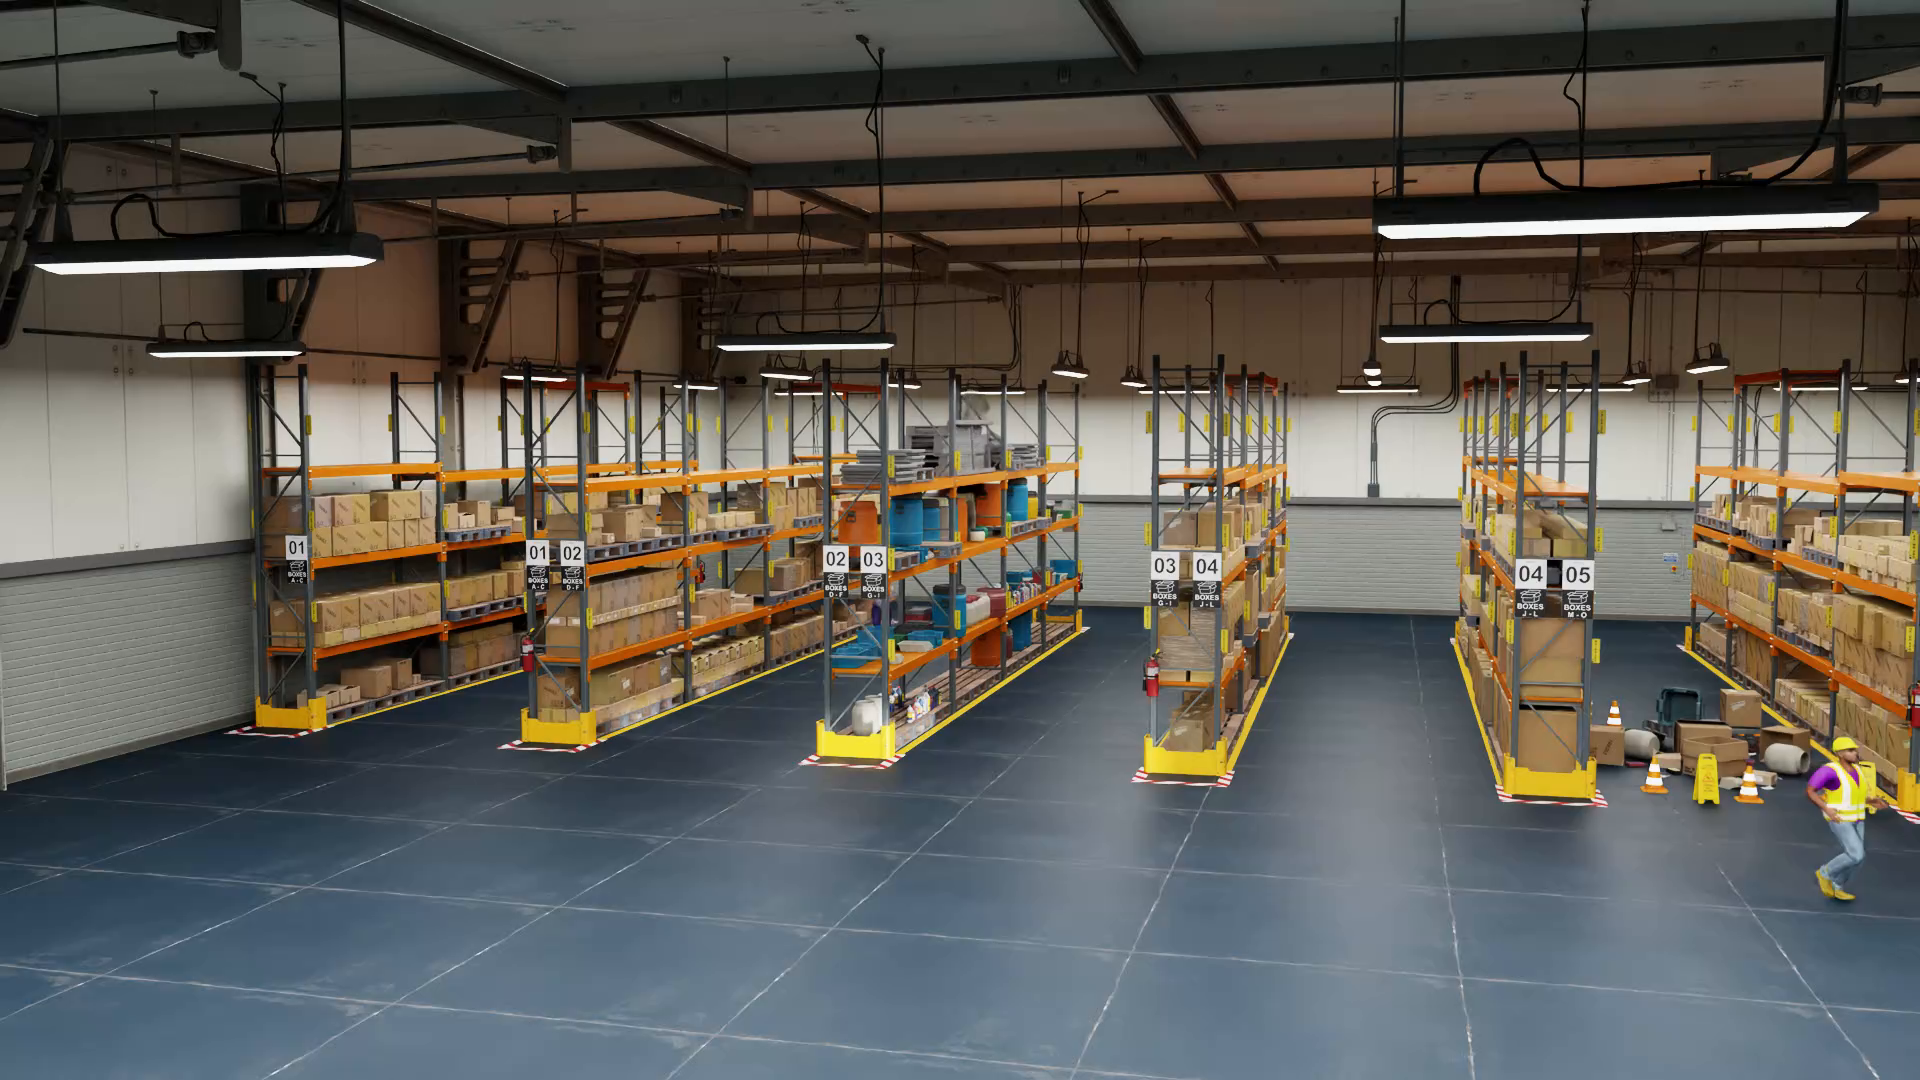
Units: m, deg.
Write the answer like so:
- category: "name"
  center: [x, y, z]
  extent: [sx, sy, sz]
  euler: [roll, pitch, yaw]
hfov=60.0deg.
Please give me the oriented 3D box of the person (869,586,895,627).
- category: "person"
  center: [-1.634, 1.548, 34.799]
  extent: [0.580, 1.733, 0.734]
  euler: [0, 4, 3]

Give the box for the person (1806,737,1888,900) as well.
- category: "person"
  center: [9.312, 2.930, 17.410]
  extent: [0.689, 1.722, 0.582]
  euler: [-2, 4, -28]
